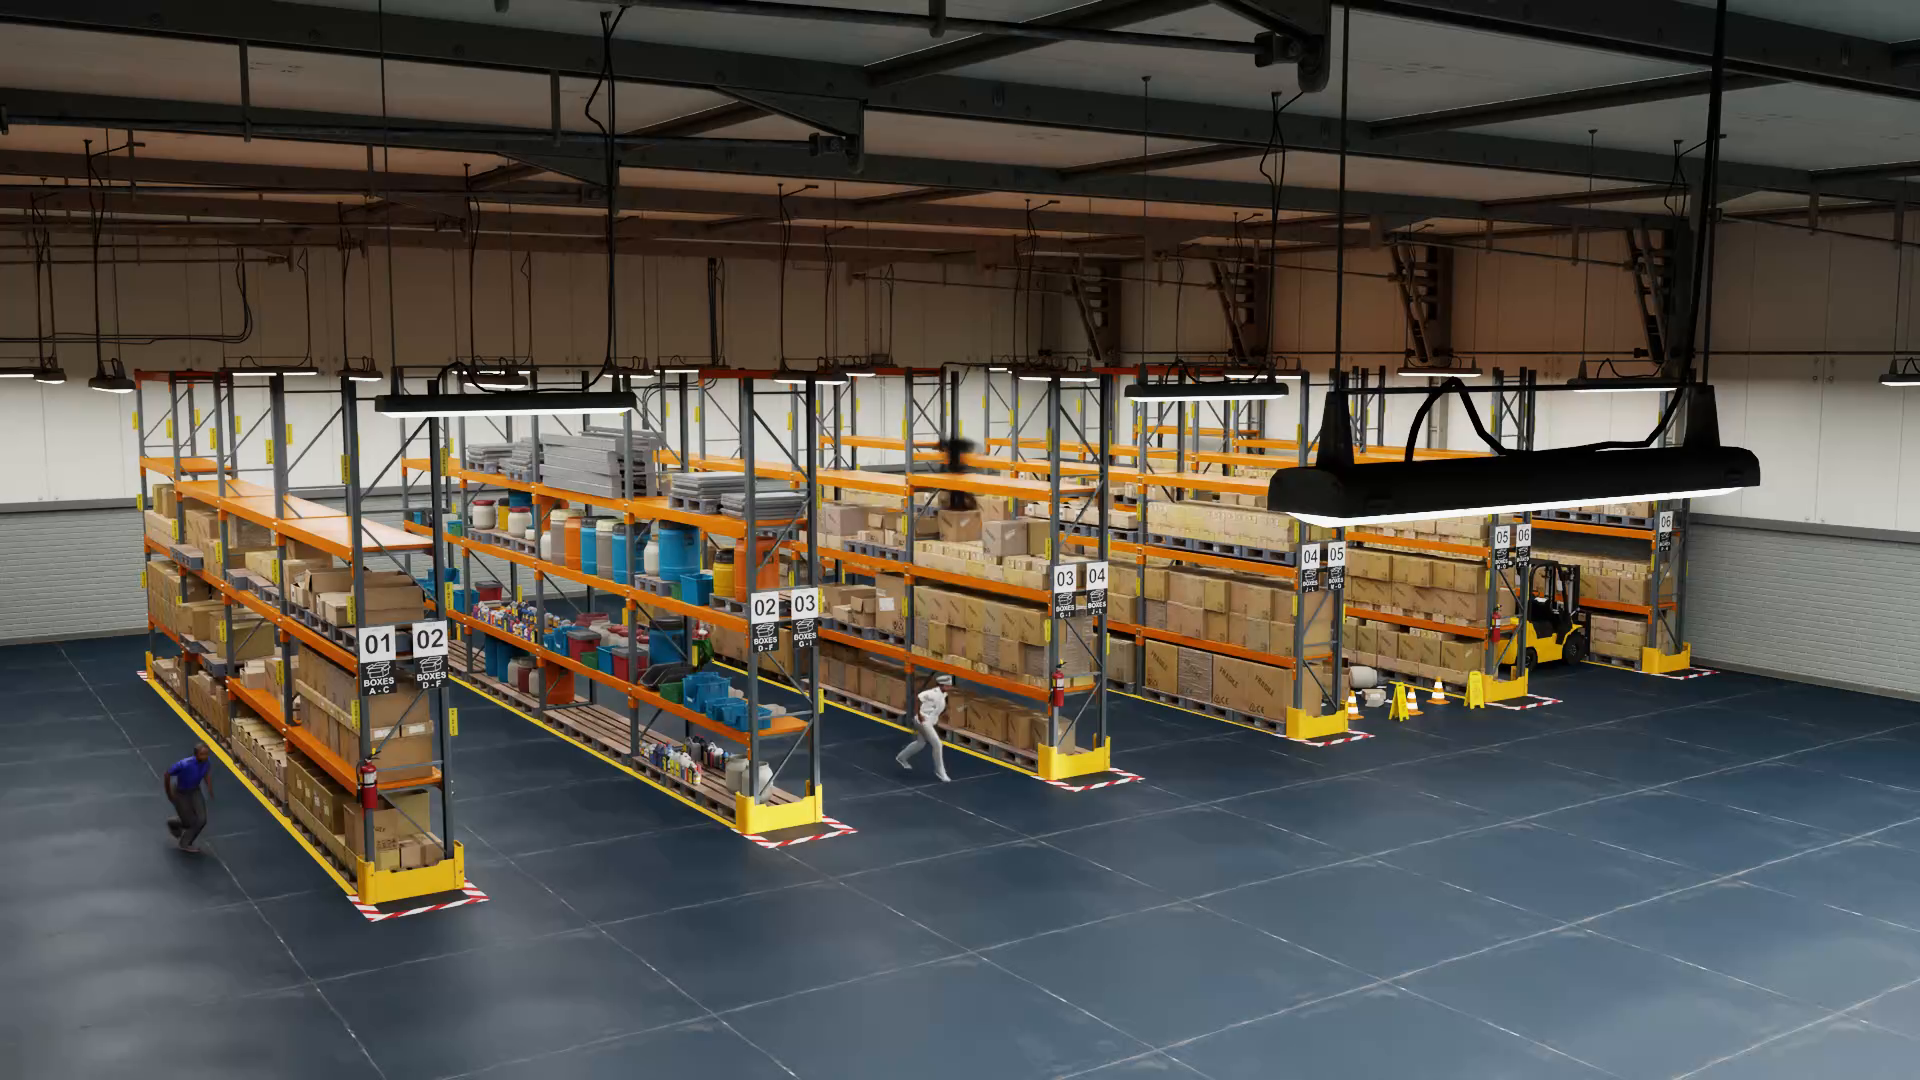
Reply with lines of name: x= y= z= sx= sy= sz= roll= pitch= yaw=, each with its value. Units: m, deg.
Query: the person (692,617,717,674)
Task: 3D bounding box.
person: x=-4.912 y=1.920 z=31.943 sx=0.689 sy=1.623 sz=0.883 roll=-4 pitch=7 yaw=-30

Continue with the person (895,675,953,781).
person: x=-0.547 y=2.784 z=24.755 sx=0.973 sy=1.631 sz=0.618 roll=4 pitch=7 yaw=31

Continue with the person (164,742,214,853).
person: x=-9.801 y=3.247 z=21.042 sx=0.855 sy=1.467 sz=0.589 roll=4 pitch=8 yaw=31
